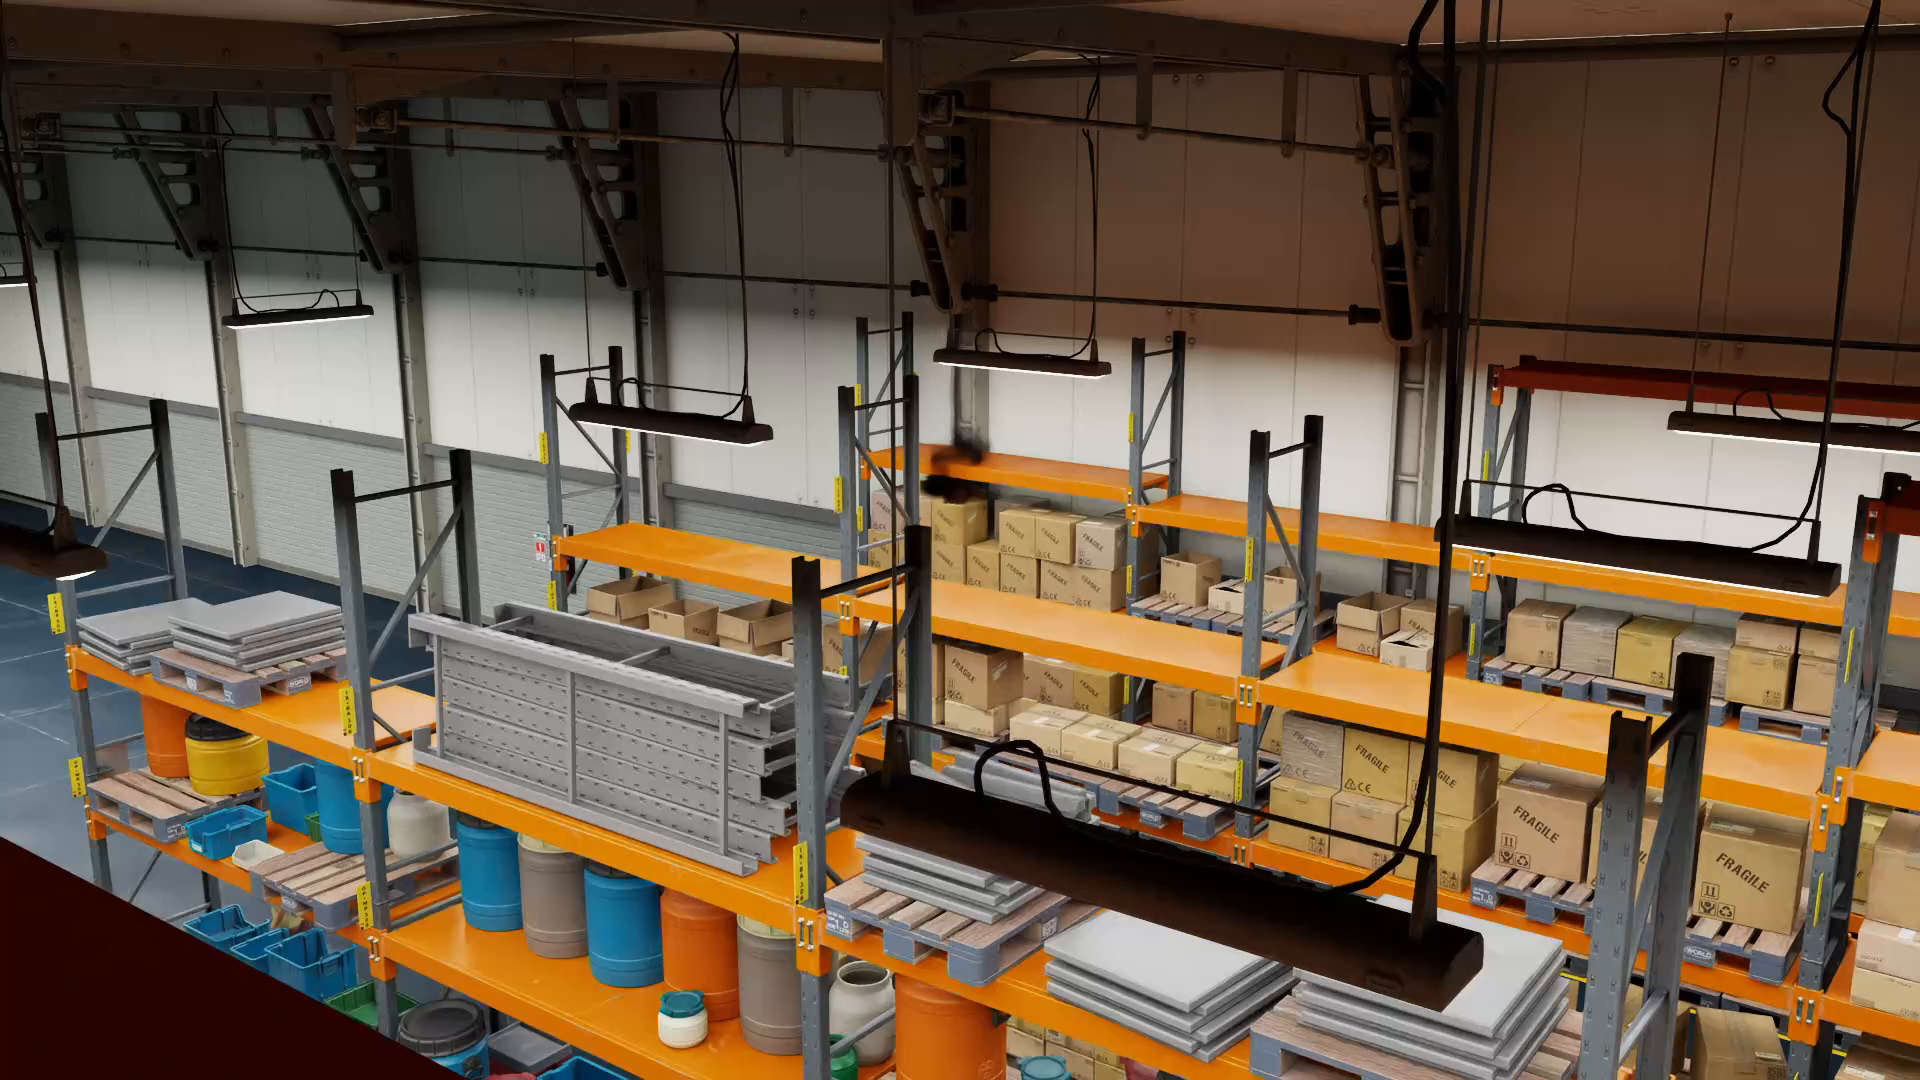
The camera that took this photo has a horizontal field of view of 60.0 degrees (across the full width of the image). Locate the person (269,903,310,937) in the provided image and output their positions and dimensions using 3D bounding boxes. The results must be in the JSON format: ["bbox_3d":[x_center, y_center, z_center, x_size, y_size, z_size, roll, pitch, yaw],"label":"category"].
[{"bbox_3d":[-6.407,3.651,15.891,0.887,1.623,0.635,4,14,16],"label":"person"}]
